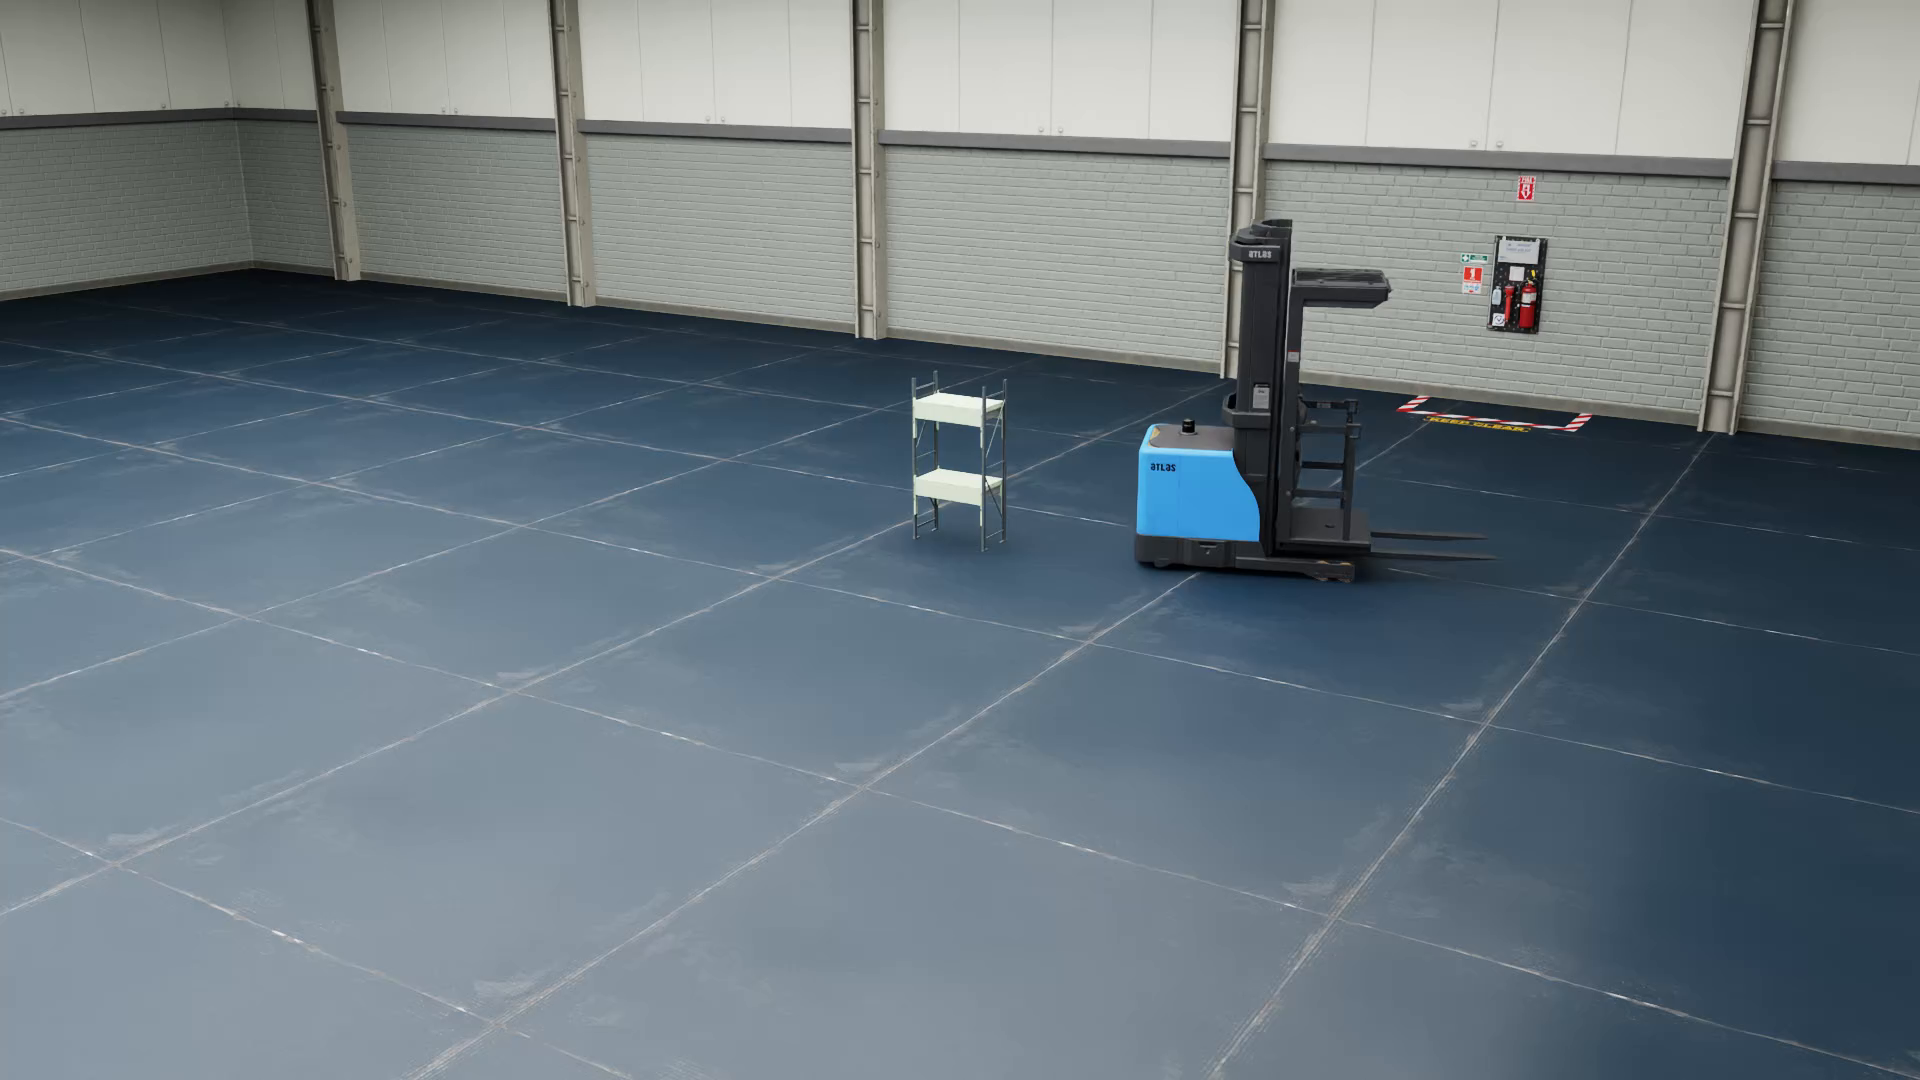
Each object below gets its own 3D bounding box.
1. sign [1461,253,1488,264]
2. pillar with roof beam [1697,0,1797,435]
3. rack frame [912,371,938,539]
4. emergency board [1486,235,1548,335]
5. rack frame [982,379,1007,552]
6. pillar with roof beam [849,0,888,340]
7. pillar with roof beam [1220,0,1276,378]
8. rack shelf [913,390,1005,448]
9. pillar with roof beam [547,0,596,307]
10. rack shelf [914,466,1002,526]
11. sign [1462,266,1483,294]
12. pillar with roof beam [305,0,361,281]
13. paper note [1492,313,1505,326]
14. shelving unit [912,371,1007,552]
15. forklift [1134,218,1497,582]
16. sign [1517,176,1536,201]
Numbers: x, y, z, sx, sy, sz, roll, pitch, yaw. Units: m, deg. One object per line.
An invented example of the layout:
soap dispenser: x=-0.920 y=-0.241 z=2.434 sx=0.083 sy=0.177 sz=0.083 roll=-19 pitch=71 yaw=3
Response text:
sign: x=6.366 y=-3.481 z=20.576 sx=0.331 sy=0.109 sz=0.001 roll=10 pitch=20 yaw=30
pillar with roof beam: x=6.616 y=-4.523 z=14.656 sx=0.400 sy=9.000 sz=9.100 roll=10 pitch=20 yaw=30
rack frame: x=-0.318 y=-0.774 z=15.219 sx=0.023 sy=1.500 sz=0.400 roll=10 pitch=20 yaw=30
emergency board: x=6.784 y=-3.104 z=20.307 sx=0.643 sy=1.169 sz=0.194 roll=10 pitch=20 yaw=30
rack frame: x=0.306 y=-0.663 z=14.852 sx=0.023 sy=1.500 sz=0.400 roll=10 pitch=20 yaw=30
pillar with roof beam: x=-3.609 y=-6.348 z=20.665 sx=0.400 sy=9.000 sz=9.100 roll=10 pitch=20 yaw=30
pillar with roof beam: x=1.504 y=-5.435 z=17.661 sx=0.400 sy=9.000 sz=9.100 roll=10 pitch=20 yaw=30
rack shelf: x=-0.006 y=-1.092 z=14.922 sx=0.720 sy=0.370 sz=0.431 roll=10 pitch=20 yaw=30
pillar with roof beam: x=-8.722 y=-7.261 z=23.670 sx=0.400 sy=9.000 sz=9.100 roll=10 pitch=20 yaw=30
rack shelf: x=-0.006 y=-0.407 z=15.130 sx=0.720 sy=0.370 sz=0.431 roll=10 pitch=20 yaw=30
sign: x=6.366 y=-3.230 z=20.662 sx=0.234 sy=0.329 sz=0.001 roll=10 pitch=20 yaw=30
pillar with roof beam: x=-13.835 y=-8.173 z=26.674 sx=0.400 sy=9.000 sz=9.100 roll=10 pitch=20 yaw=30
paper note: x=6.669 y=-2.726 z=20.580 sx=0.142 sy=0.148 sz=0.016 roll=10 pitch=20 yaw=30
shelving unit: x=-0.006 y=-0.719 z=15.035 sx=0.755 sy=1.500 sz=0.431 roll=10 pitch=20 yaw=30
forklift: x=3.088 y=-1.213 z=14.201 sx=3.031 sy=2.935 sz=1.130 roll=3 pitch=17 yaw=11
sign: x=6.829 y=-4.239 z=20.055 sx=0.199 sy=0.298 sz=0.001 roll=10 pitch=20 yaw=30
